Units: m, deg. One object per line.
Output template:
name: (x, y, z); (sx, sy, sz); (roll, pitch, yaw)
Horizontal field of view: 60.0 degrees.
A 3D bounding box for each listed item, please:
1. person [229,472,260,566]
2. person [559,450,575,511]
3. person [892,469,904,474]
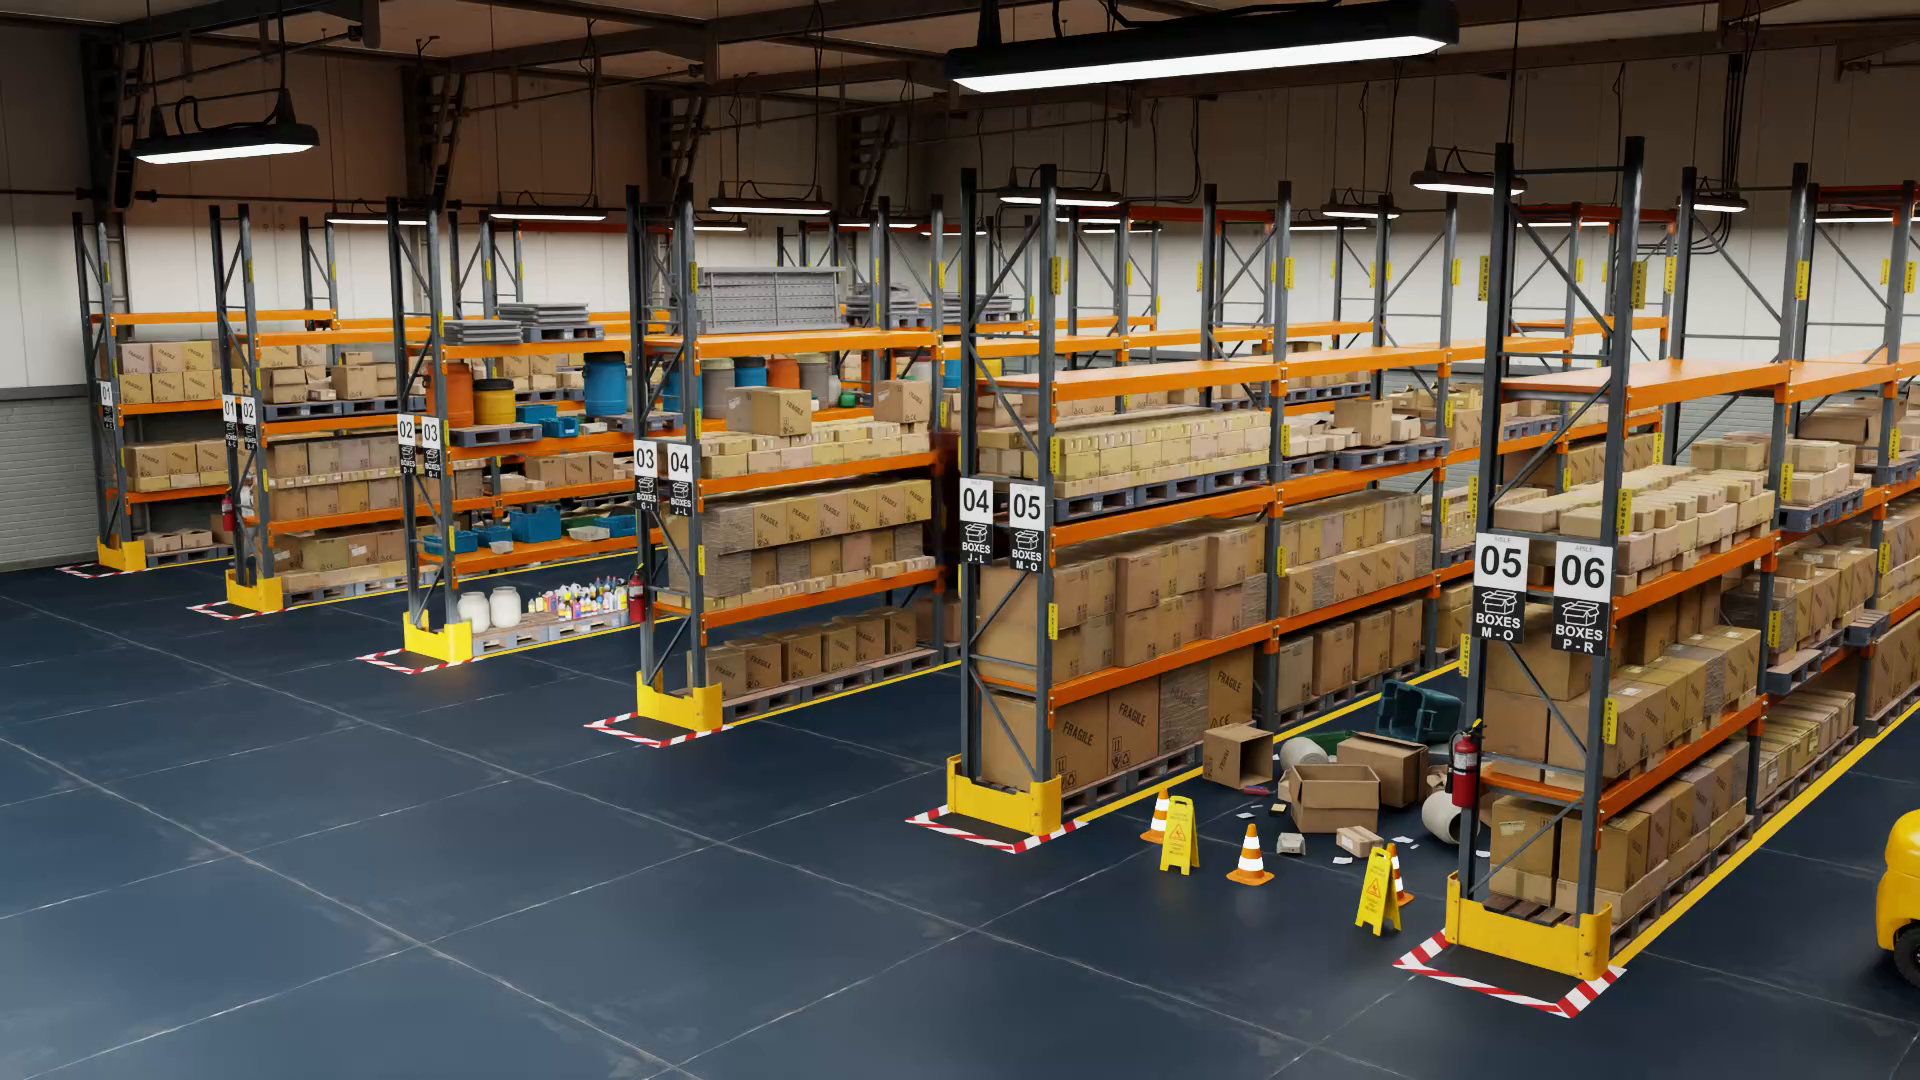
person: (-12.220, -0.380, 28.627); (0.446, 1.589, 1.016); (5, 11, 25)
person: (-7.700, -0.937, 32.057); (0.456, 1.589, 0.459); (-6, 11, -31)
person: (-1.247, -0.890, 31.583); (0.502, 1.671, 0.480); (-4, 10, -21)
